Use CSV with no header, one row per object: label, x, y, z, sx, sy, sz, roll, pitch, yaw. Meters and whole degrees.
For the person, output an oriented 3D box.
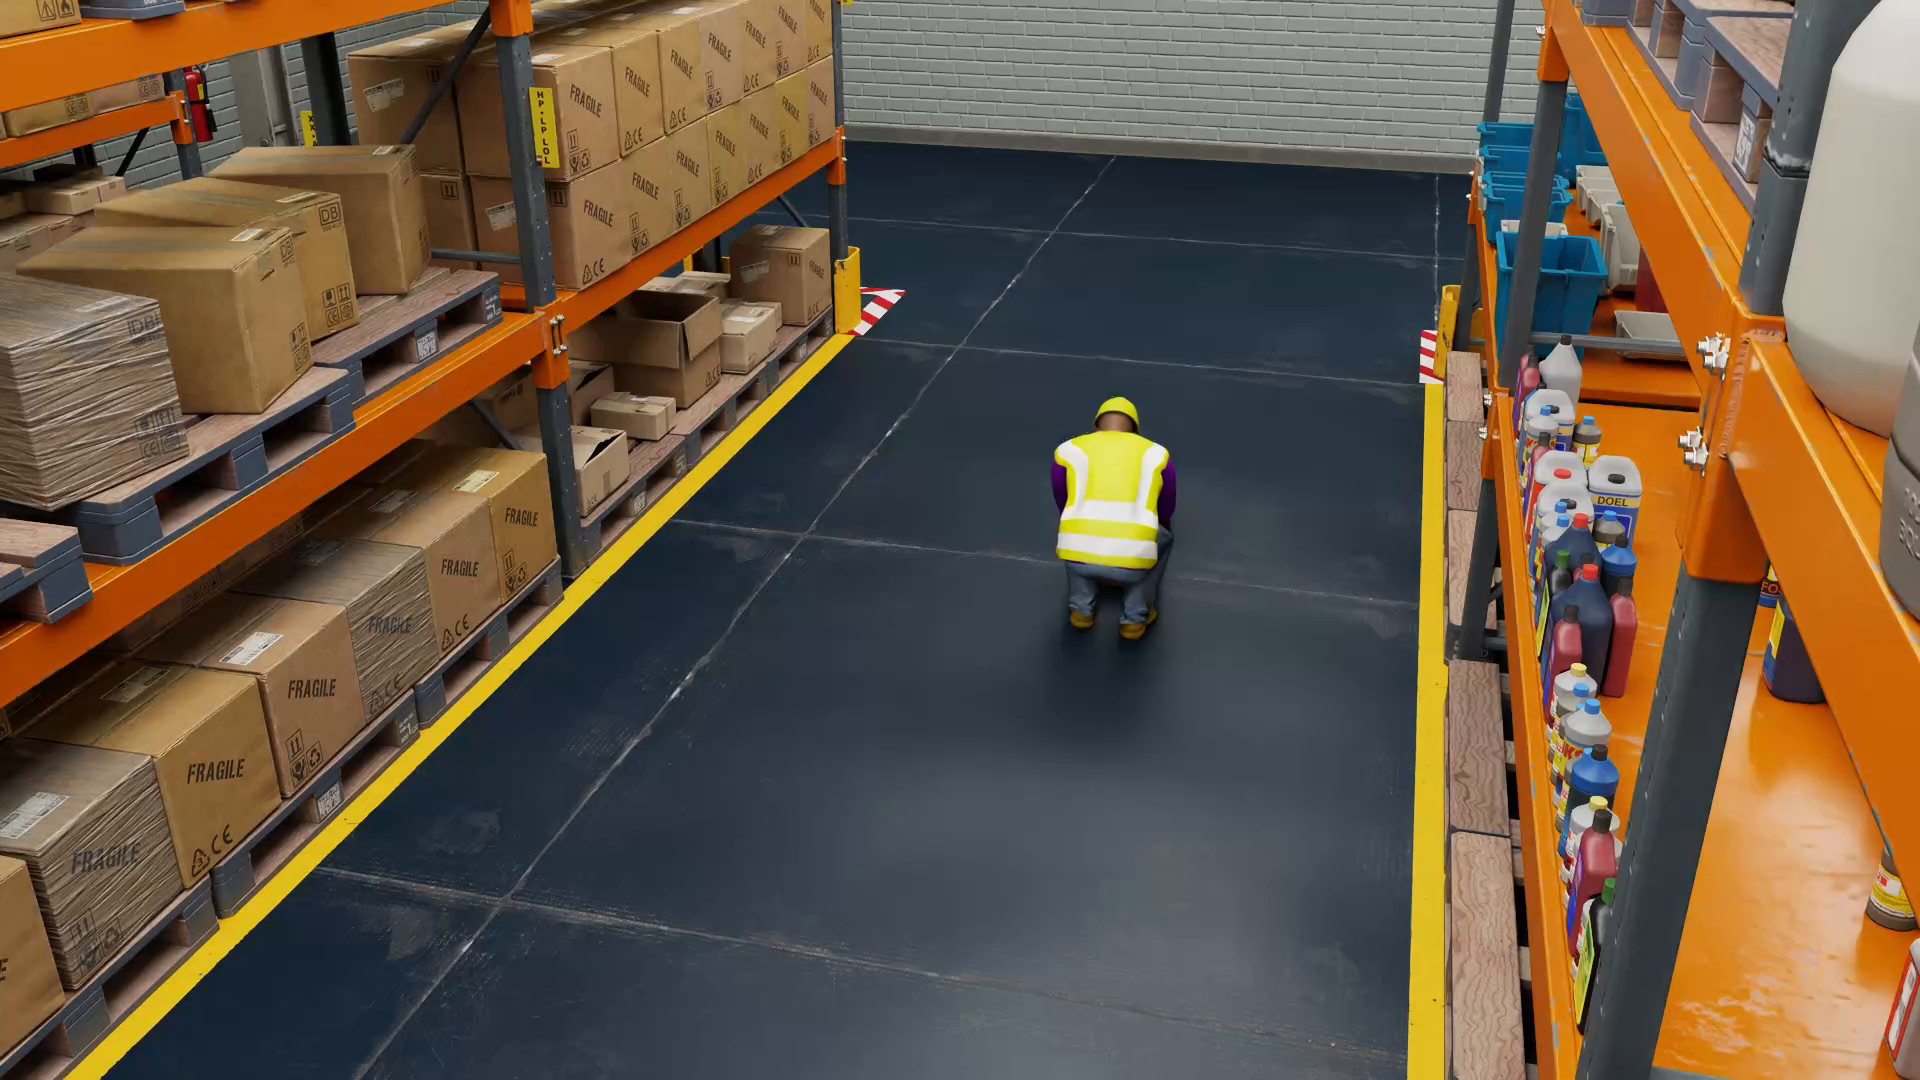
person,12.425,-3.805,5.680,23.266,9.010,7.014,6,26,13
